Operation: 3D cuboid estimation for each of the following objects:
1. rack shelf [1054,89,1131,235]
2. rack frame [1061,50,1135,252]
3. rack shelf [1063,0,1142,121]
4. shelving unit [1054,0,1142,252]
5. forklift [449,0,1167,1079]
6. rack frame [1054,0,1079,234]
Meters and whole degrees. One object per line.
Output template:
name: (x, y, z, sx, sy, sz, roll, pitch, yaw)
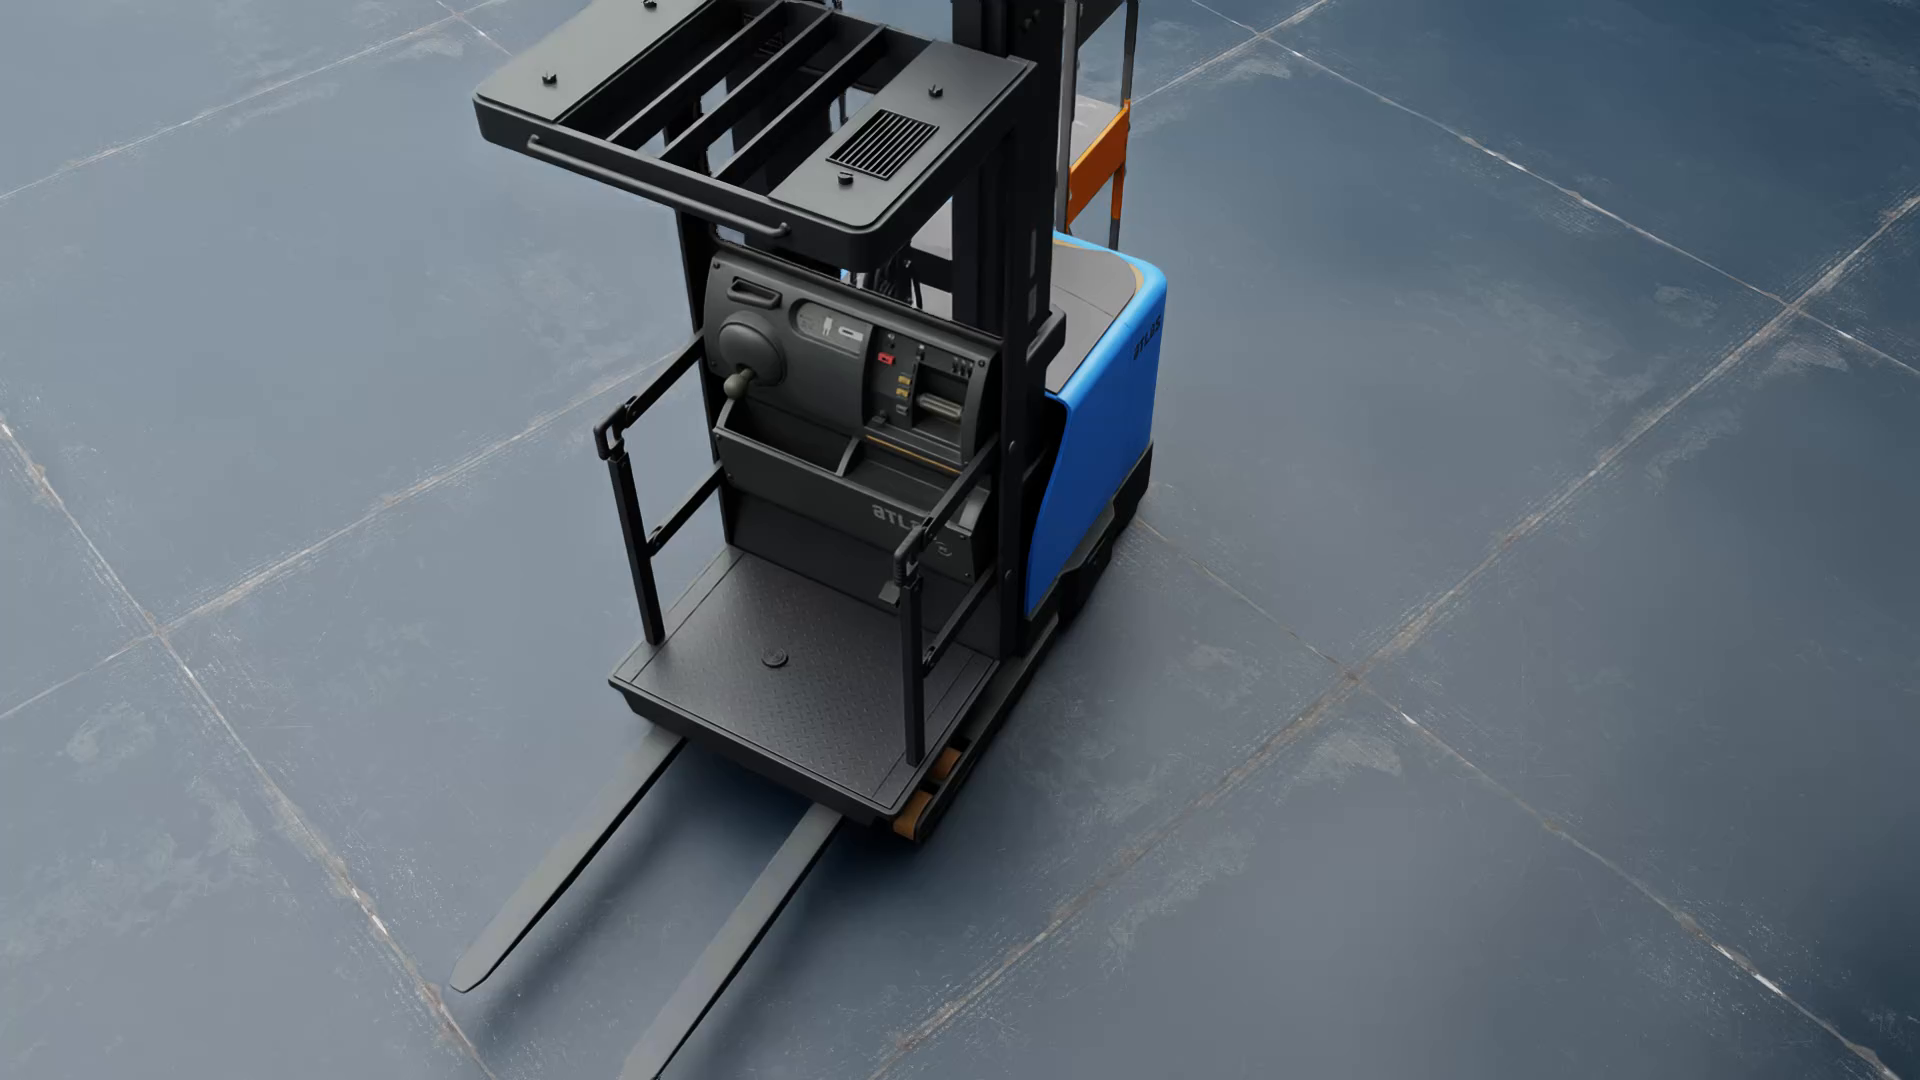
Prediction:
rack shelf: (0.314, -1.317, 6.055, 0.431, 0.518, 0.480, 22, 51, 19)
rack frame: (0.433, -1.483, 6.190, 0.400, 2.100, 0.015, 22, 51, 19)
rack shelf: (0.314, -1.792, 5.541, 0.431, 0.518, 0.480, 22, 51, 19)
shelving unit: (0.314, -1.326, 6.045, 0.431, 2.100, 0.503, 22, 51, 19)
forklift: (-0.439, -0.419, 4.642, 1.130, 2.935, 3.031, 22, 51, 19)
rack frame: (0.195, -1.170, 5.901, 0.400, 2.100, 0.015, 22, 51, 19)
